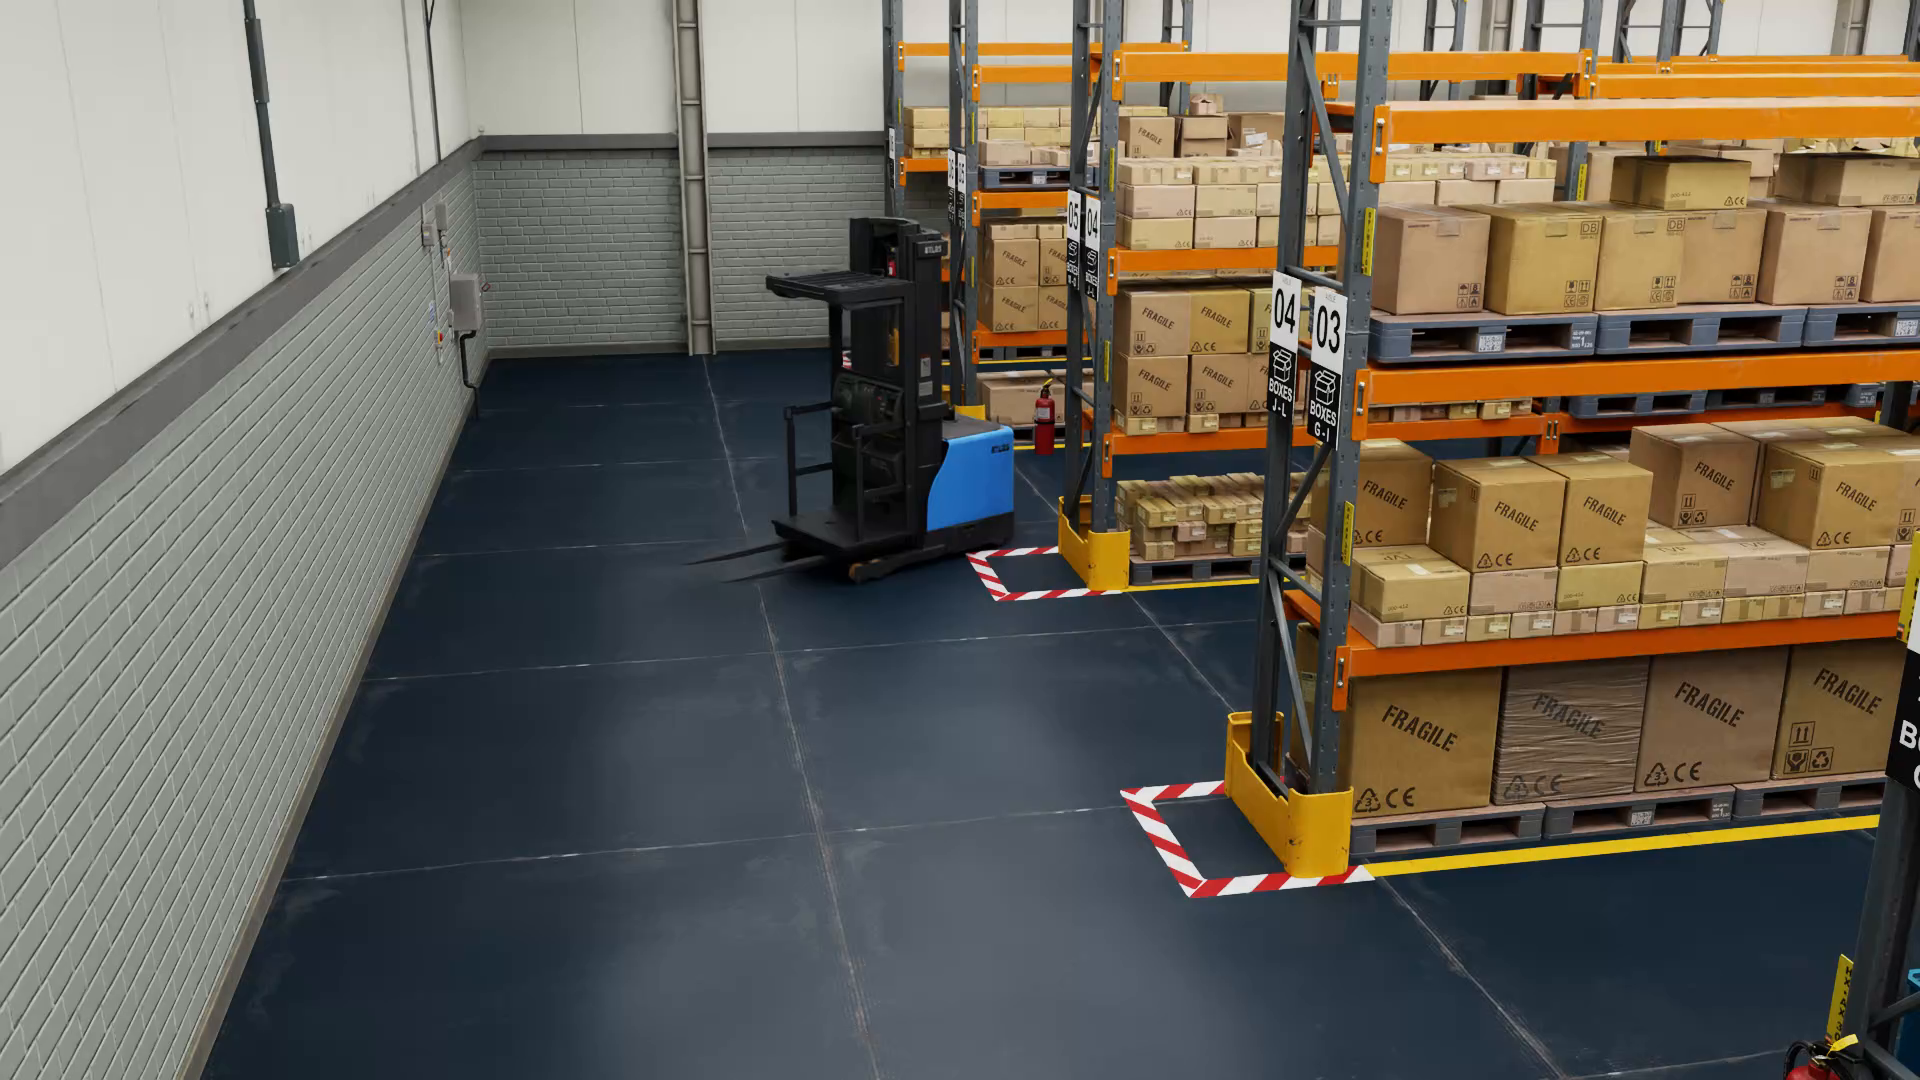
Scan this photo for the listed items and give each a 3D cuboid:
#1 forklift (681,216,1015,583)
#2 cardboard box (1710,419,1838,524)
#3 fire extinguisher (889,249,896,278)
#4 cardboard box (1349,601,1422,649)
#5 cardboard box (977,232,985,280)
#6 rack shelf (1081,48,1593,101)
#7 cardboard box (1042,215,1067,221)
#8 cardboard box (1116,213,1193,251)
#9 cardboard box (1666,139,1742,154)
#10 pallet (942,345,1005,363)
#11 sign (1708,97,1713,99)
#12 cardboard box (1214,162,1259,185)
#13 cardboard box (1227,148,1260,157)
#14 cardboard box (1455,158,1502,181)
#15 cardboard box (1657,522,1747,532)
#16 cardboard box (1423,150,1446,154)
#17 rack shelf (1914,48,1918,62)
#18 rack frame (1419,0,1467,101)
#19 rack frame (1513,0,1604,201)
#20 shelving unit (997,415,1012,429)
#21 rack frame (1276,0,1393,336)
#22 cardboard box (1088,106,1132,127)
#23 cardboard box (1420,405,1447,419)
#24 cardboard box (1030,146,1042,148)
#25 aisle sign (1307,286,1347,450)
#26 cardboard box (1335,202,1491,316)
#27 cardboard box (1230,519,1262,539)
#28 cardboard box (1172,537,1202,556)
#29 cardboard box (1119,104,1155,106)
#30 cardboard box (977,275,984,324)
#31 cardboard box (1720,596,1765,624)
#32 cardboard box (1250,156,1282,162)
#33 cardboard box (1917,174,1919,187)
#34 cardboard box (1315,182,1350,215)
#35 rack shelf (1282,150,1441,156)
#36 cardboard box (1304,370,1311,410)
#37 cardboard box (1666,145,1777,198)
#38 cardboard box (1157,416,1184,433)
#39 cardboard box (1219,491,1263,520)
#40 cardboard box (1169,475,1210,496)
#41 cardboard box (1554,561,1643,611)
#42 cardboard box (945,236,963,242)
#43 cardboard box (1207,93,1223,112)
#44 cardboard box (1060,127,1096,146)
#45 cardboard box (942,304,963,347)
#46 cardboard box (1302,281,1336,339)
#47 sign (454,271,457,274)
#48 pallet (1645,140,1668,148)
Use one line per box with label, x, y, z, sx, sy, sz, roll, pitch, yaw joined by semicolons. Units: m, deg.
forklift;-0.957;-1.210;14.197;3.031;2.935;1.130;-14;22;-38
cardboard box;4.838;-0.416;9.967;0.500;0.500;0.500;-3;17;-10
fire extinguisher;-0.968;-3.673;22.867;0.183;0.674;0.296;-3;17;-10
cardboard box;2.325;0.453;9.094;0.250;0.149;0.380;-3;17;-10
cardboard box;0.462;-3.220;18.753;0.500;0.500;0.500;-3;17;-9
rack shelf;3.036;-3.812;13.564;4.000;0.370;1.077;-3;17;-10
cardboard box;1.086;-3.575;18.801;0.250;0.149;0.380;-3;17;-9
cardboard box;1.561;-2.491;13.399;0.500;0.250;0.500;-3;17;-8
cardboard box;8.821;-4.576;19.762;0.500;0.500;0.700;-3;17;-10
pallet;-0.054;-2.746;23.830;1.213;0.211;1.003;-3;17;-10
sign;10.983;-6.374;24.368;0.005;0.325;0.100;-3;17;-10
cardboard box;2.206;-2.938;13.324;0.250;0.149;0.380;-3;17;-10
cardboard box;3.135;-4.242;18.385;0.250;0.149;0.380;-3;17;-9
cardboard box;4.255;-3.053;13.696;0.250;0.149;0.380;-3;17;-11
cardboard box;4.333;-0.028;9.982;0.500;0.250;0.500;-3;17;-9
cardboard box;5.270;-4.314;18.762;0.250;0.166;0.380;-4;18;-14
rack shelf;13.780;-5.901;20.368;4.000;0.370;1.077;-3;17;-10
rack frame;6.943;-7.343;23.831;0.127;3.000;1.000;-3;17;-10
rack frame;5.000;-4.268;13.820;0.127;3.000;1.000;-3;17;-10
shelving unit;0.318;-0.617;15.472;0.252;1.050;0.215;-14;22;-38
rack frame;1.914;-2.610;8.421;0.127;3.000;1.000;-3;17;-10
cardboard box;2.070;-5.868;23.034;0.500;0.250;0.500;-4;17;-11
cardboard box;3.991;-1.159;14.343;0.250;0.149;0.380;-4;17;-12
cardboard box;0.969;-5.352;22.884;0.250;0.149;0.380;-3;17;-10
aisle sign;1.900;-0.895;8.626;0.004;0.787;0.394;-3;17;-10
cardboard box;2.414;-1.517;8.915;0.500;0.500;0.700;-4;18;-14
cardboard box;2.411;-0.134;14.212;0.250;0.149;0.380;-3;17;-9
cardboard box;1.889;0.009;14.252;0.250;0.149;0.380;-3;17;-11
cardboard box;2.476;-6.050;23.629;0.500;0.250;0.500;-3;17;-11
cardboard box;0.457;-2.750;18.925;0.500;0.500;0.500;-3;17;-10
cardboard box;4.342;0.338;9.468;0.250;0.149;0.380;-4;17;-11
cardboard box;2.606;-3.135;13.964;0.250;0.149;0.380;-3;17;-9
cardboard box;8.414;-3.000;14.630;0.500;0.500;0.500;-3;17;-10
cardboard box;3.060;-2.811;13.589;0.500;0.250;0.500;-4;18;-13
rack shelf;4.980;-5.454;24.015;4.000;0.370;1.077;-3;17;-10
cardboard box;3.069;-1.404;14.036;0.500;0.500;0.500;-4;17;-12
cardboard box;6.541;-3.133;14.341;0.637;0.503;0.797;-3;17;-11
cardboard box;1.695;-1.007;13.849;0.250;0.149;0.380;-3;17;-8
cardboard box;2.398;-0.296;14.233;0.250;0.149;0.380;-4;18;-13
cardboard box;2.032;-0.451;14.737;0.250;0.149;0.380;-4;17;-12
cardboard box;3.440;0.180;9.302;0.500;0.250;0.500;-4;17;-12
cardboard box;0.080;-4.076;23.161;0.500;0.250;0.500;-3;17;-10
cardboard box;3.557;-6.216;23.601;0.258;0.266;0.396;-3;17;-10
cardboard box;1.576;-5.601;23.016;0.500;0.250;0.500;-3;17;-9
cardboard box;-0.293;-3.044;23.588;0.637;0.503;0.797;-4;18;-13
cardboard box;3.072;-1.876;13.870;0.500;0.500;0.500;-4;17;-12
sign;-6.050;-2.977;19.997;0.001;0.494;0.329;-3;17;-10
pallet;10.007;-5.988;24.853;1.217;0.209;0.805;-4;18;-13
